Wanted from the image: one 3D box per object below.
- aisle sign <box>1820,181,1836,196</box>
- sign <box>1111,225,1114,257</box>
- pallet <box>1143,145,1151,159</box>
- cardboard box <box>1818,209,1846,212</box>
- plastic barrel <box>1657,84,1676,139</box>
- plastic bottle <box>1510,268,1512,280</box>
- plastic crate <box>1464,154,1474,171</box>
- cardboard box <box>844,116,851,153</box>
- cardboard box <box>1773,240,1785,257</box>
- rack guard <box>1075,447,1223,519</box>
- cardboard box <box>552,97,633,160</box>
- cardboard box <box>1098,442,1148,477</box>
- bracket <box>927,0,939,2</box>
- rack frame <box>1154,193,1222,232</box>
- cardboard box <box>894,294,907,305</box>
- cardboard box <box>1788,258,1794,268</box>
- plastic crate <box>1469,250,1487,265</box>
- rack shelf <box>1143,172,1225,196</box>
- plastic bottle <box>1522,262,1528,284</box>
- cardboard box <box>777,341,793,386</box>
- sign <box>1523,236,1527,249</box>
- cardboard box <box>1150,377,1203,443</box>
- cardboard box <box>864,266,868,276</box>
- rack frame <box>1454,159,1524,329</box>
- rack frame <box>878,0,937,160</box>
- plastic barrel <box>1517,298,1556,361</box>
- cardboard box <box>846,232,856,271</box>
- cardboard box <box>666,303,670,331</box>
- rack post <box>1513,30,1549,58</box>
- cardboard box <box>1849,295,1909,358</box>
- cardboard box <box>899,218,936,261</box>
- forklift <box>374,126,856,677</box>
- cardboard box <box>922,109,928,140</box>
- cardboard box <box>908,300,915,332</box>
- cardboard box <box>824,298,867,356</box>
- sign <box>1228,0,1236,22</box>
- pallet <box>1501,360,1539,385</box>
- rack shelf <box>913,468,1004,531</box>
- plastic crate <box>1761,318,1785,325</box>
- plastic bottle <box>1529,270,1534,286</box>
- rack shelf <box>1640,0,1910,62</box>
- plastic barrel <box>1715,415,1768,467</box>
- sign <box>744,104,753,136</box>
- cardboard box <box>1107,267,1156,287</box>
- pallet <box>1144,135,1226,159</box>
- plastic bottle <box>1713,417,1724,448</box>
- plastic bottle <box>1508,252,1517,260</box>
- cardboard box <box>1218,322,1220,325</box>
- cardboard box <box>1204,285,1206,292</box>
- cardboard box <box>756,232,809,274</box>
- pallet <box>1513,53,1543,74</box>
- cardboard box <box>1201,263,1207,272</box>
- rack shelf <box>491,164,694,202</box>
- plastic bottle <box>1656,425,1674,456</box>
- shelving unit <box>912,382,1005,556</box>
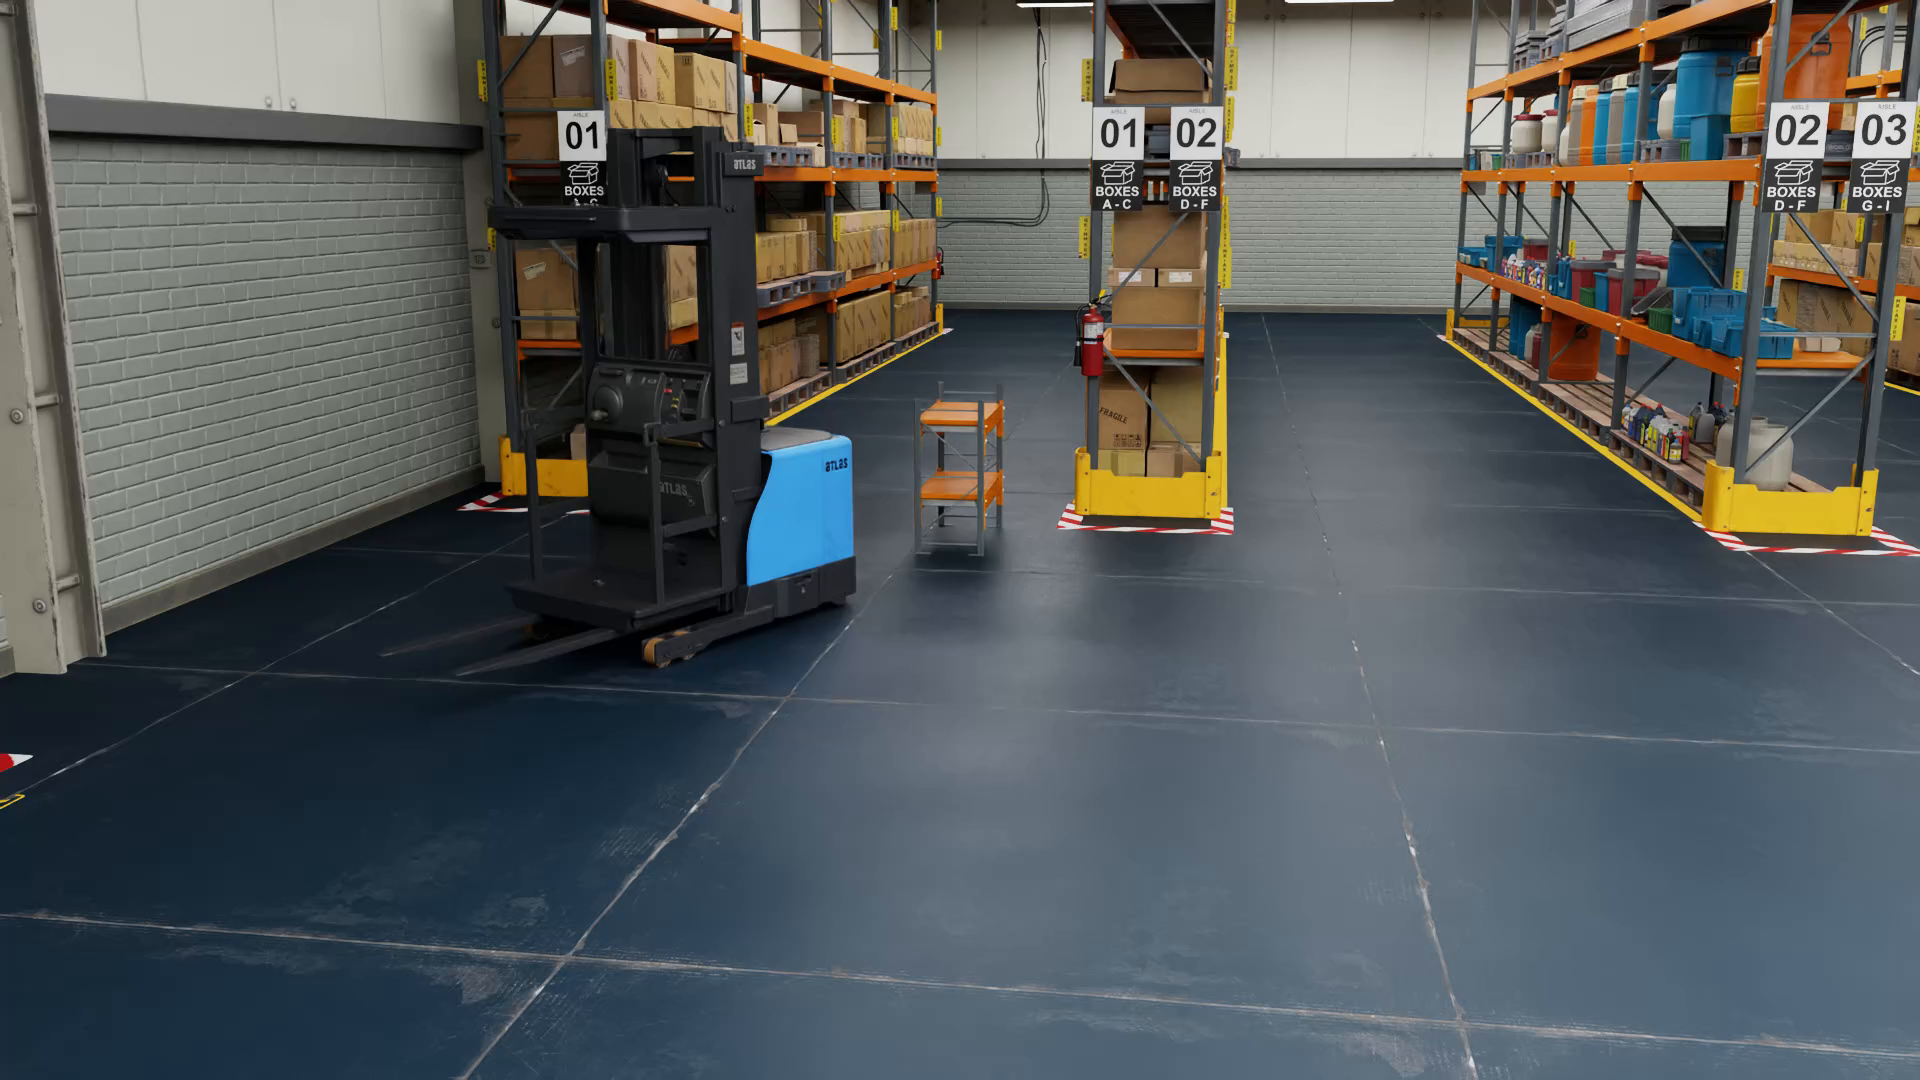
[{"bbox_3d":[14.085,-5.979,26.947,0.394,0.787,0.004,2,12,9],"label":"aisle sign"},{"bbox_3d":[1.607,-3.070,17.056,0.100,0.325,0.005,2,12,9],"label":"sign"},{"bbox_3d":[2.267,-4.084,17.656,0.805,0.209,1.217,1,12,6],"label":"pallet"},{"bbox_3d":[13.963,-5.032,26.591,0.500,0.500,0.500,2,12,9],"label":"cardboard box"},{"bbox_3d":[6.778,-4.008,15.591,0.421,0.512,0.421,0,12,0],"label":"plastic barrel"},{"bbox_3d":[7.690,-3.710,23.059,0.097,0.201,0.097,0,12,0],"label":"plastic bottle"},{"bbox_3d":[8.549,-6.195,27.308,0.497,0.269,0.590,2,12,9],"label":"plastic crate"},{"bbox_3d":[-1.926,-5.682,23.338,0.700,0.500,0.500,2,12,9],"label":"cardboard box"},{"bbox_3d":[13.437,-4.684,26.757,0.500,0.250,0.500,2,12,7],"label":"cardboard box"},{"bbox_3d":[1.526,-0.467,13.474,1.175,0.500,0.348,2,12,9],"label":"rack guard"},{"bbox_3d":[-3.068,-3.440,13.932,0.500,0.500,0.500,2,12,10],"label":"cardboard box"},{"bbox_3d":[1.320,-0.676,14.042,0.500,0.250,0.500,2,12,9],"label":"cardboard box"},{"bbox_3d":[-0.566,-11.035,33.794,0.235,0.232,0.430,2,12,9],"label":"bracket"},{"bbox_3d":[3.375,-4.192,24.825,1.000,3.000,0.127,2,12,9],"label":"rack frame"},{"bbox_3d":[-1.071,-3.870,26.728,0.380,0.149,0.250,2,12,11],"label":"cardboard box"},{"bbox_3d":[13.281,-4.356,26.182,0.380,0.149,0.250,2,12,8],"label":"cardboard box"},{"bbox_3d":[8.318,-4.496,26.491,0.416,0.233,0.300,2,12,9],"label":"plastic crate"},{"bbox_3d":[2.452,-4.058,18.790,1.077,0.370,4.000,2,12,9],"label":"rack shelf"},{"bbox_3d":[7.519,-3.543,22.092,0.061,0.283,0.133,2,12,9],"label":"plastic bottle"},{"bbox_3d":[-2.437,-2.153,20.252,0.700,0.500,0.500,2,12,8],"label":"cardboard box"},{"bbox_3d":[9.430,-4.929,27.856,0.100,0.325,0.005,2,12,9],"label":"sign"},{"bbox_3d":[1.907,-1.130,14.368,0.500,0.500,0.500,2,12,9],"label":"cardboard box"},{"bbox_3d":[-1.531,-3.896,24.001,0.380,0.149,0.250,2,12,7],"label":"cardboard box"},{"bbox_3d":[8.884,-4.863,27.941,1.000,3.000,0.127,2,12,9],"label":"rack frame"},{"bbox_3d":[-0.905,-8.117,28.798,1.000,3.000,0.127,2,12,9],"label":"rack frame"},{"bbox_3d":[8.059,-2.950,23.047,0.600,0.901,0.708,2,12,9],"label":"plastic barrel"},{"bbox_3d":[-1.718,-3.925,22.594,0.500,0.500,0.500,2,12,11],"label":"cardboard box"},{"bbox_3d":[-2.911,-1.990,14.916,0.500,0.250,0.500,1,12,7],"label":"cardboard box"},{"bbox_3d":[8.108,-6.752,22.644,0.937,0.300,0.954,2,12,8],"label":"rack post"},{"bbox_3d":[13.084,-2.903,22.891,1.225,0.875,0.875,2,12,9],"label":"cardboard box"},{"bbox_3d":[-0.974,-5.225,28.904,0.980,0.700,0.700,2,12,11],"label":"cardboard box"},{"bbox_3d":[-1.917,-0.840,9.433,1.130,2.935,3.031,8,15,34],"label":"forklift"},{"bbox_3d":[-0.836,-6.933,27.766,0.500,0.500,0.500,2,12,10],"label":"cardboard box"},{"bbox_3d":[-1.142,-3.699,27.473,0.700,0.500,0.500,2,12,10],"label":"cardboard box"},{"bbox_3d":[-1.752,-3.005,23.421,0.750,0.750,0.750,2,12,8],"label":"cardboard box"},{"bbox_3d":[3.924,-7.642,24.000,0.100,0.325,0.005,2,12,9],"label":"sign"},{"bbox_3d":[7.924,-2.254,22.450,1.003,0.211,1.213,2,12,9],"label":"pallet"},{"bbox_3d":[0.001,-0.312,12.433,0.538,0.278,1.000,2,12,9],"label":"rack shelf"},{"bbox_3d":[7.039,-1.890,14.771,0.530,0.136,0.437,2,12,9],"label":"plastic crate"},{"bbox_3d":[7.470,-3.412,21.679,0.097,0.201,0.097,0,12,0],"label":"plastic bottle"},{"bbox_3d":[6.731,-4.335,13.904,1.077,0.370,4.000,2,12,9],"label":"rack shelf"},{"bbox_3d":[6.526,-0.766,13.835,0.421,0.512,0.421,0,12,0],"label":"plastic barrel"},{"bbox_3d":[-2.213,-4.390,17.394,0.100,0.325,0.005,2,12,9],"label":"sign"},{"bbox_3d":[1.400,-2.146,13.553,0.380,0.149,0.250,2,12,8],"label":"cardboard box"},{"bbox_3d":[2.039,-3.771,15.963,1.003,0.211,1.213,2,12,9],"label":"pallet"},{"bbox_3d":[7.040,-1.000,15.417,0.061,0.283,0.133,2,12,9],"label":"plastic bottle"},{"bbox_3d":[7.888,-3.936,23.752,0.144,0.351,0.185,2,12,9],"label":"plastic bottle"},{"bbox_3d":[3.344,-2.760,23.070,0.500,0.500,0.500,1,12,7],"label":"cardboard box"},{"bbox_3d":[2.894,-3.040,20.078,0.380,0.149,0.250,2,12,9],"label":"cardboard box"},{"bbox_3d":[-2.257,-3.568,20.646,0.700,0.500,0.500,1,12,3],"label":"cardboard box"},{"bbox_3d":[8.172,-6.502,22.703,1.003,0.211,1.213,2,12,9],"label":"pallet"},{"bbox_3d":[1.921,-2.294,14.242,0.380,0.149,0.250,2,12,8],"label":"cardboard box"},{"bbox_3d":[-3.058,-3.385,15.667,1.077,0.370,4.000,2,12,9],"label":"rack shelf"},{"bbox_3d":[6.360,-0.893,14.940,0.152,0.276,0.135,2,12,7],"label":"plastic bottle"},{"bbox_3d":[0.001,-0.551,12.381,0.538,1.125,1.048,2,12,9],"label":"shelving unit"}]
